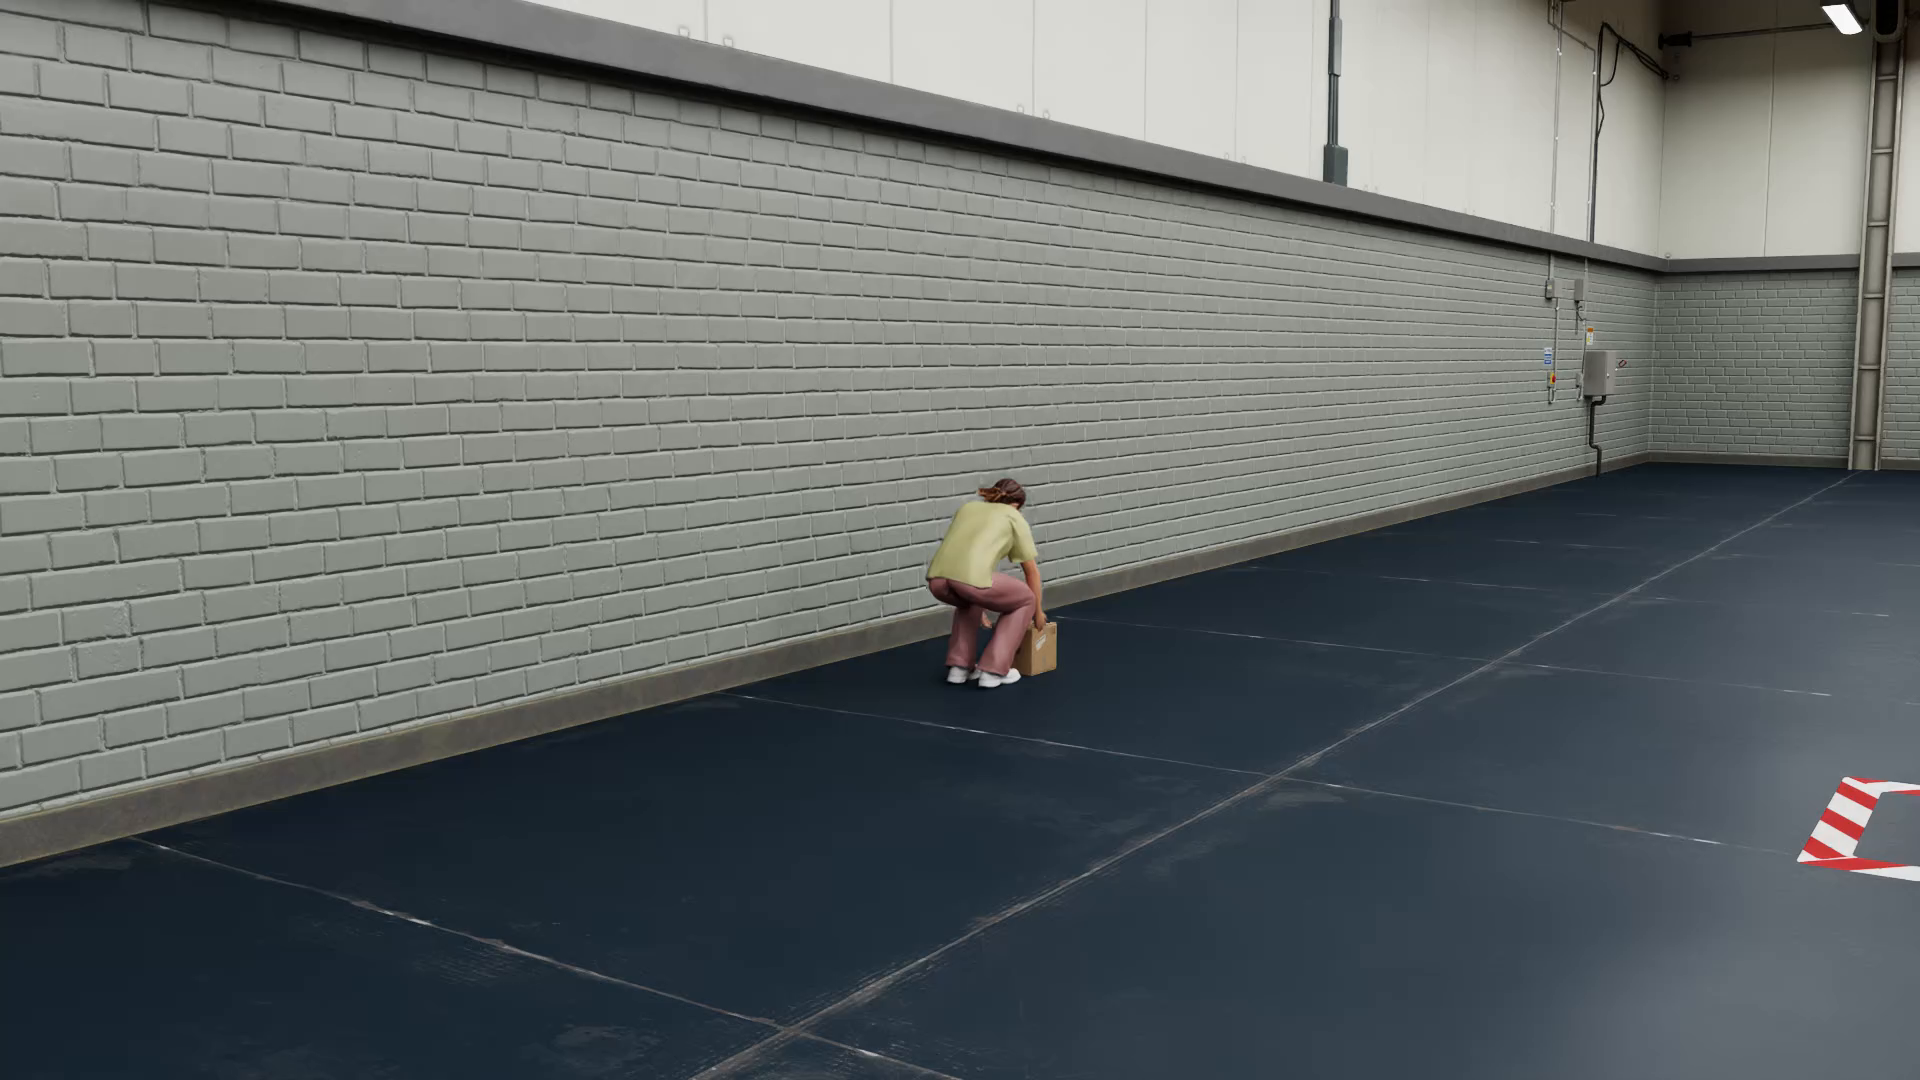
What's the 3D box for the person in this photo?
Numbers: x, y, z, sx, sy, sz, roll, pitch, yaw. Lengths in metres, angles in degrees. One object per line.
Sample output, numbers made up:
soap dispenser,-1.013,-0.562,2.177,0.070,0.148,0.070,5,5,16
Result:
person,0.110,0.213,8.508,0.491,1.023,0.776,4,8,33
